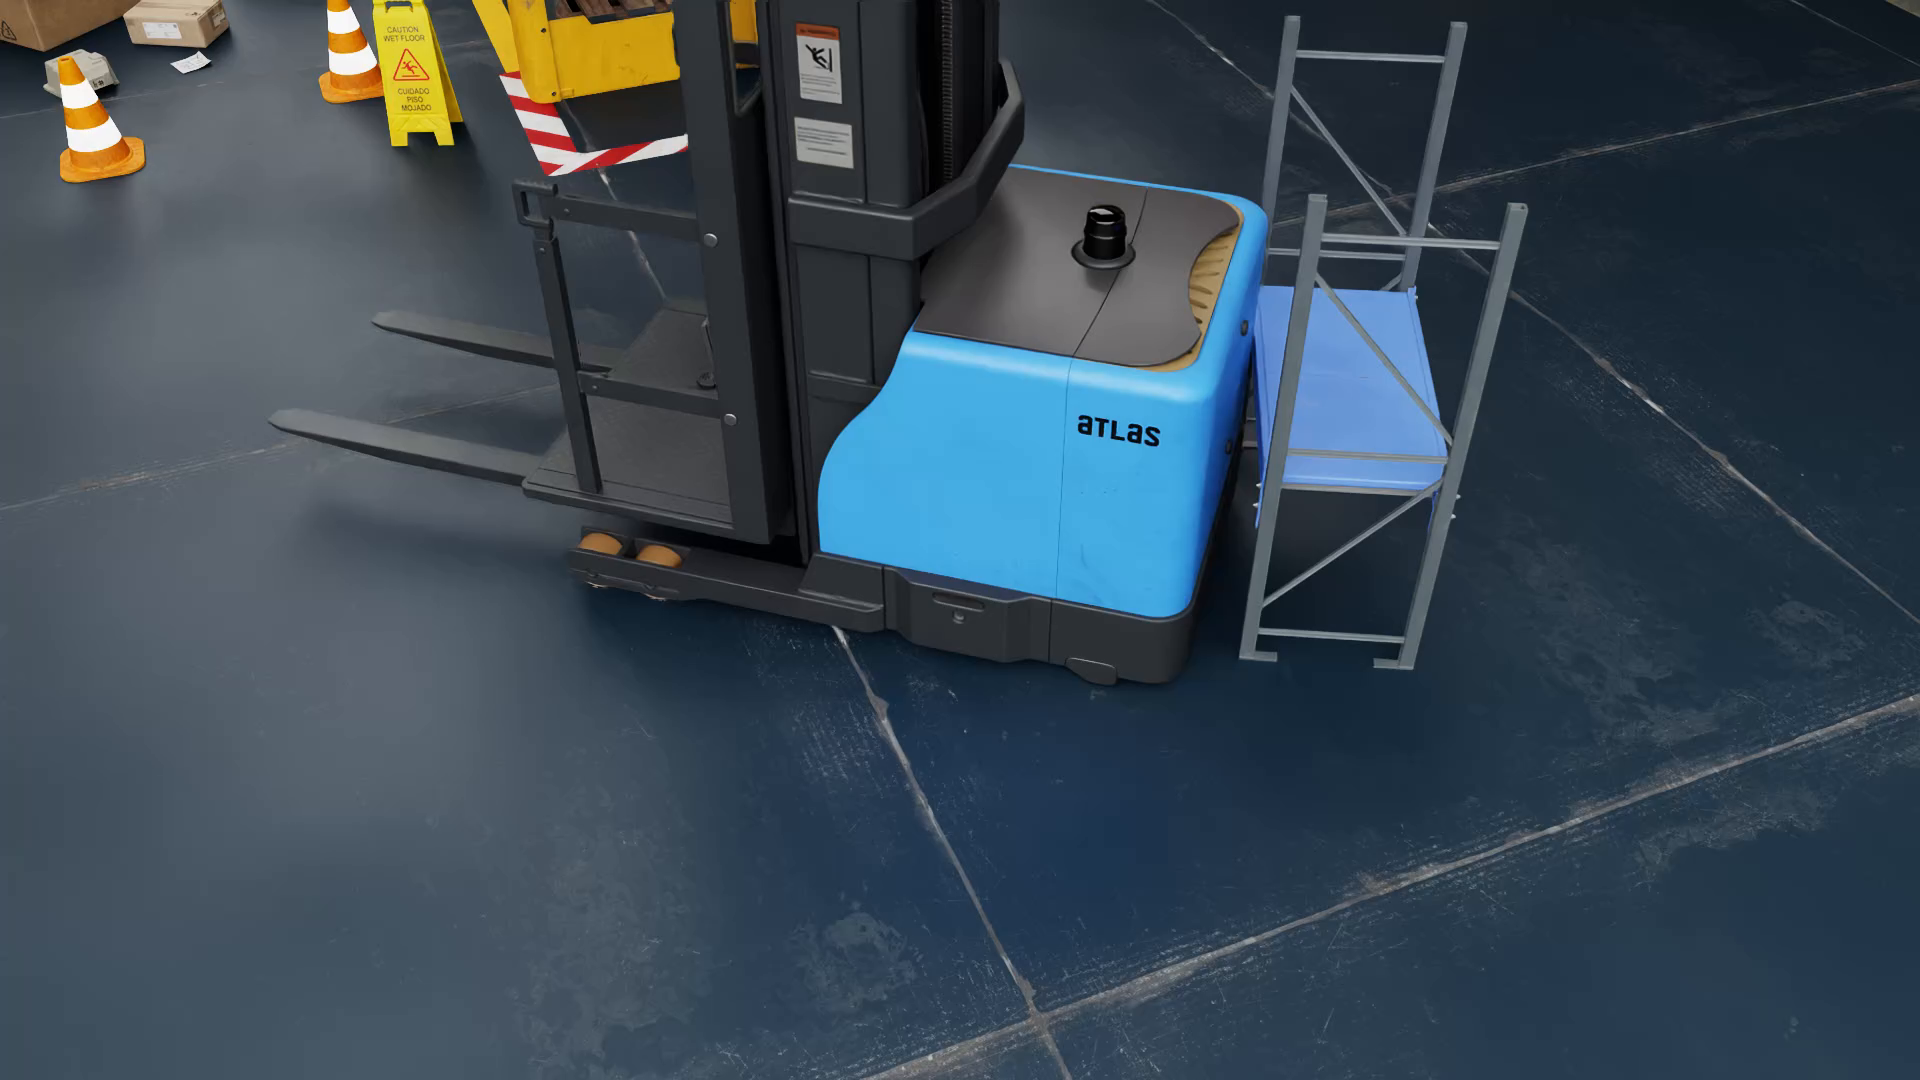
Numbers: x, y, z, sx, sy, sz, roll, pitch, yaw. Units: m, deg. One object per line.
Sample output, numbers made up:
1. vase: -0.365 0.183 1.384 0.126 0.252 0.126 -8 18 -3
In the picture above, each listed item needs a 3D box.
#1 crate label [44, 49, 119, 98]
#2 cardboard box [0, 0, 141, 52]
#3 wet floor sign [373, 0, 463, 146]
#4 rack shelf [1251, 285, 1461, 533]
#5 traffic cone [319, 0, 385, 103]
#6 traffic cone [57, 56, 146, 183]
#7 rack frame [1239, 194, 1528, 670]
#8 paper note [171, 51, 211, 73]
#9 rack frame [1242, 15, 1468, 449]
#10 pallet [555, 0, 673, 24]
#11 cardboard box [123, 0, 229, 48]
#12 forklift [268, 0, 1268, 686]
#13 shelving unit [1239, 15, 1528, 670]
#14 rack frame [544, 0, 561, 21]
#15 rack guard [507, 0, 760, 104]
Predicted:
1. crate label: -4.039 -2.139 7.632 0.298 0.136 0.250 27 47 27
2. cardboard box: -4.440 -2.791 8.109 0.637 0.503 0.797 19 44 20
3. wet floor sign: -2.345 -2.037 7.123 0.267 0.644 0.232 -2 41 -2
4. rack shelf: 1.111 -0.410 4.853 0.538 0.185 1.000 3 41 4
5. traffic cone: -2.785 -2.286 7.553 0.336 0.463 0.334 -15 43 -17
6. traffic cone: -3.681 -1.804 6.993 0.336 0.463 0.334 -15 43 -17
7. rack frame: 1.063 -0.217 4.351 0.500 1.500 0.032 3 41 4
8. paper note: -3.630 -2.258 7.852 0.148 0.019 0.142 -31 49 -31
9. rack frame: 1.158 -0.877 5.119 0.500 1.500 0.032 3 41 4
10. pallet: -1.736 -2.797 8.341 1.003 0.211 1.213 -15 43 -17
11. cardboard box: -3.796 -2.515 8.061 0.380 0.149 0.250 5 41 6
12. forklift: -0.685 -1.248 4.453 3.031 2.935 1.130 11 42 13
13. shelving unit: 1.111 -0.547 4.735 0.538 1.500 1.048 3 41 4
14. rack frame: -1.429 -3.311 6.799 1.000 3.000 0.127 -15 43 -17
15. rack guard: -1.458 -2.409 7.668 1.175 0.500 0.348 -15 43 -17
